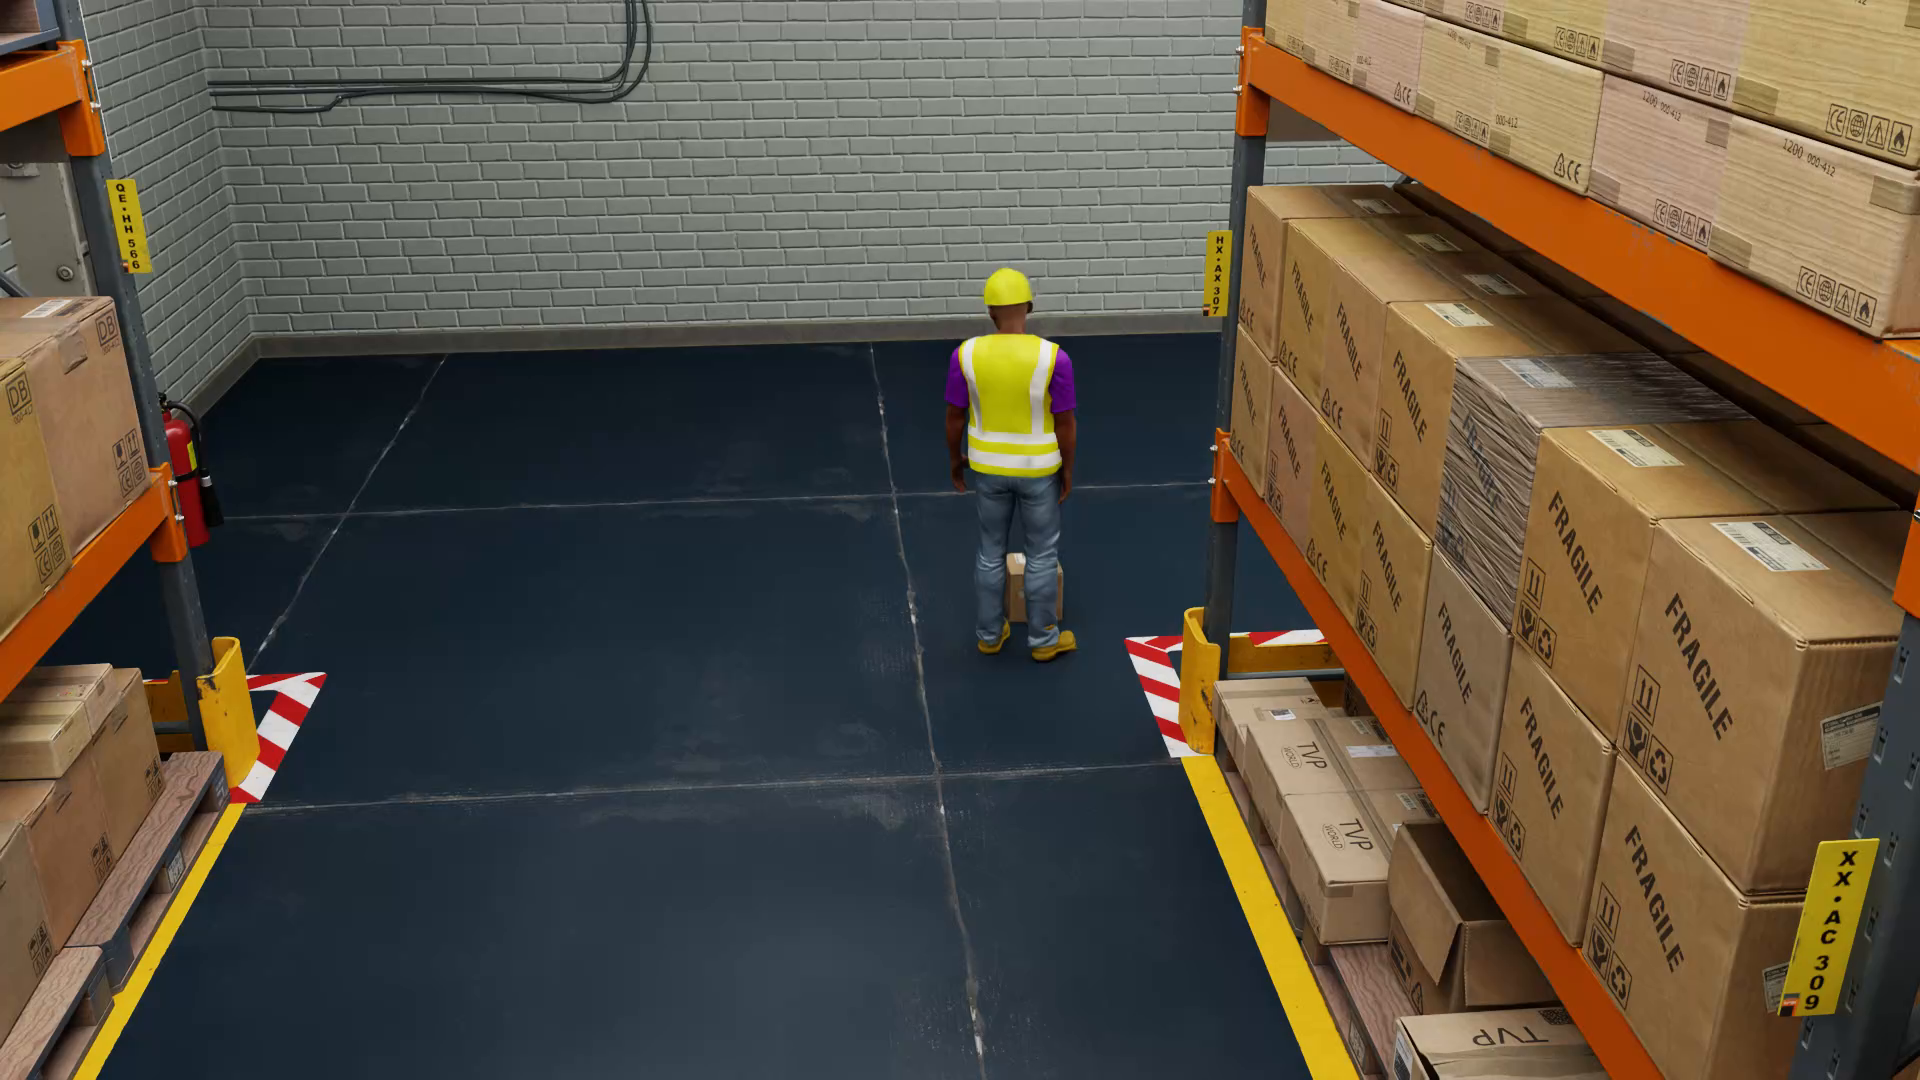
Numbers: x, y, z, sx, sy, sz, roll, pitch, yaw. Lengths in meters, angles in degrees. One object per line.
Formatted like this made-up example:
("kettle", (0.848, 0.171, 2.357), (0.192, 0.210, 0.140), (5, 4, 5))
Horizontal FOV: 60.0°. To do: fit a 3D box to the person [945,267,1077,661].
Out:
("person", (0.229, -0.323, 7.310), (0.587, 1.783, 0.365), (7, 24, 15))
